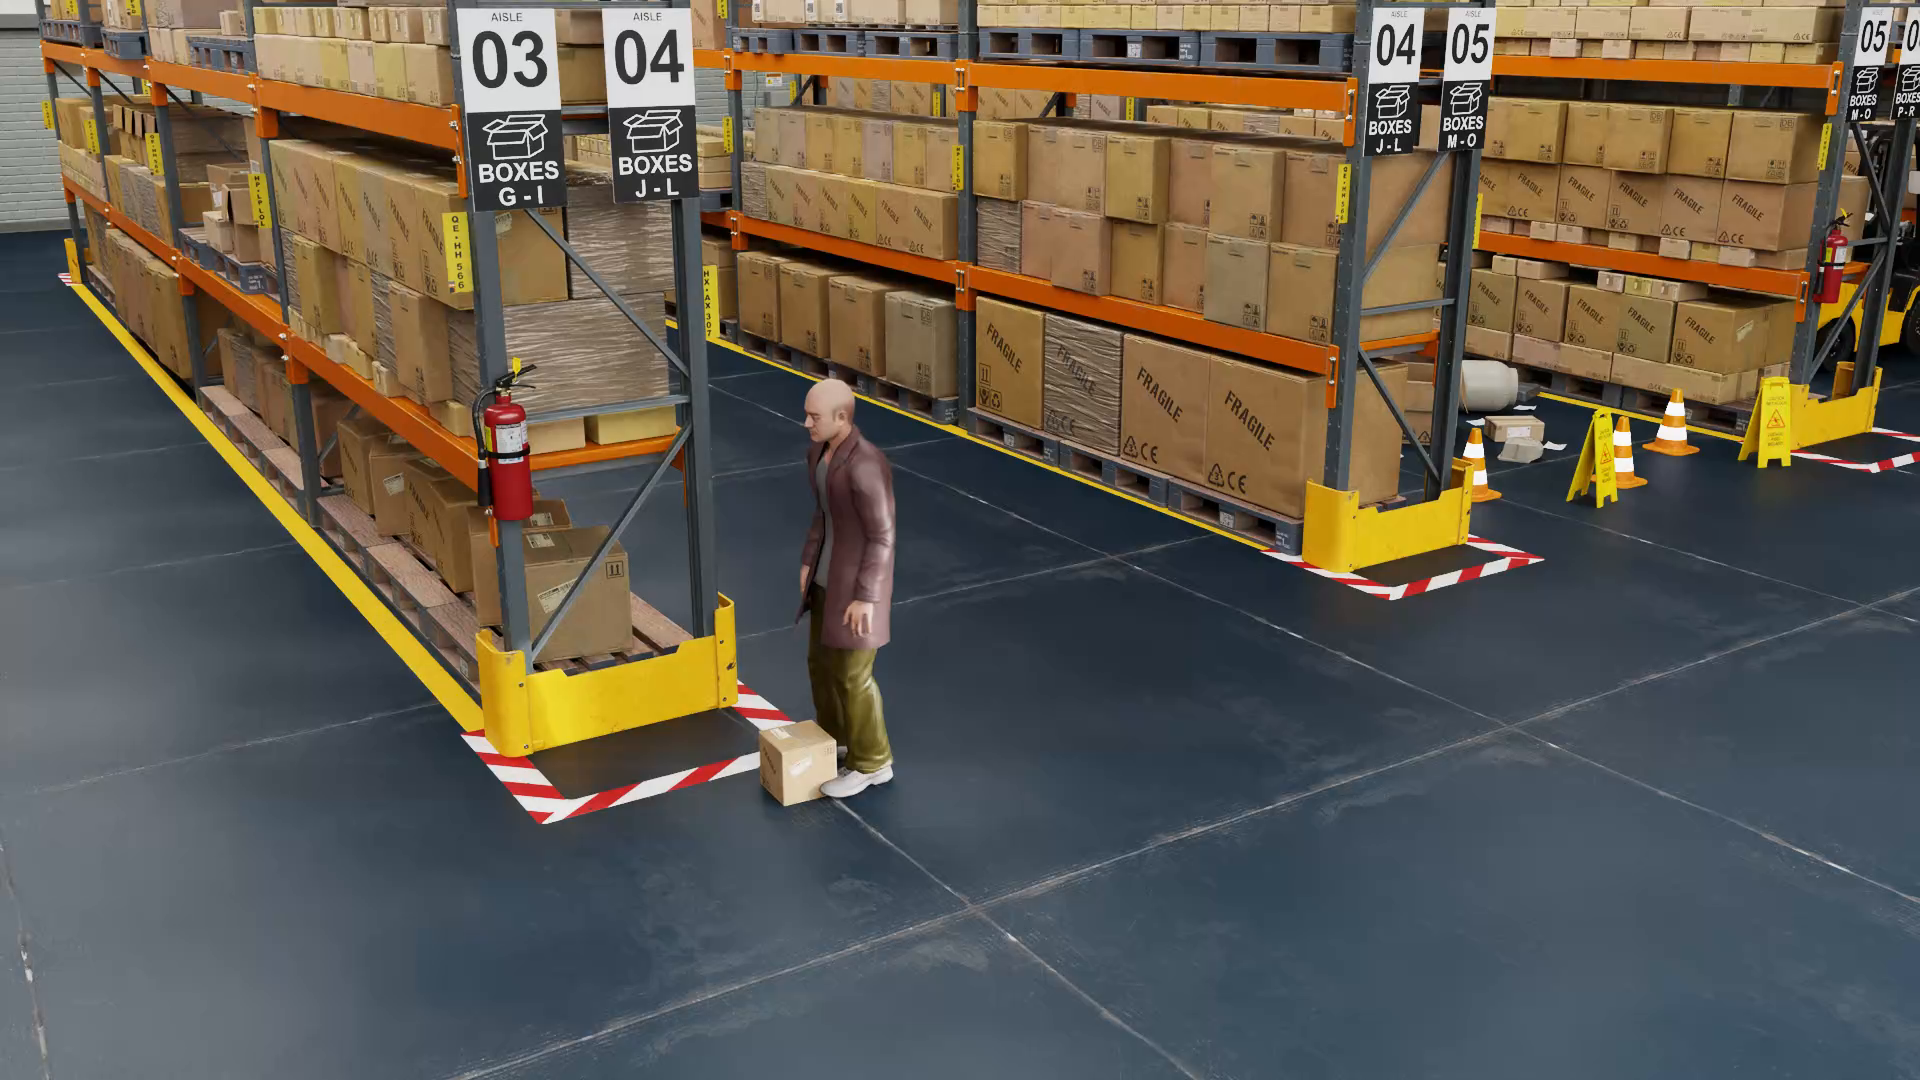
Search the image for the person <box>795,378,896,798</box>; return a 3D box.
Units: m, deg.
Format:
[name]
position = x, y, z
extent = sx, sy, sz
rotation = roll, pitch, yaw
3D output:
[person]
position = -0.490, 0.186, 6.999
extent = 0.422, 1.774, 0.642
rotation = -9, 20, -27
